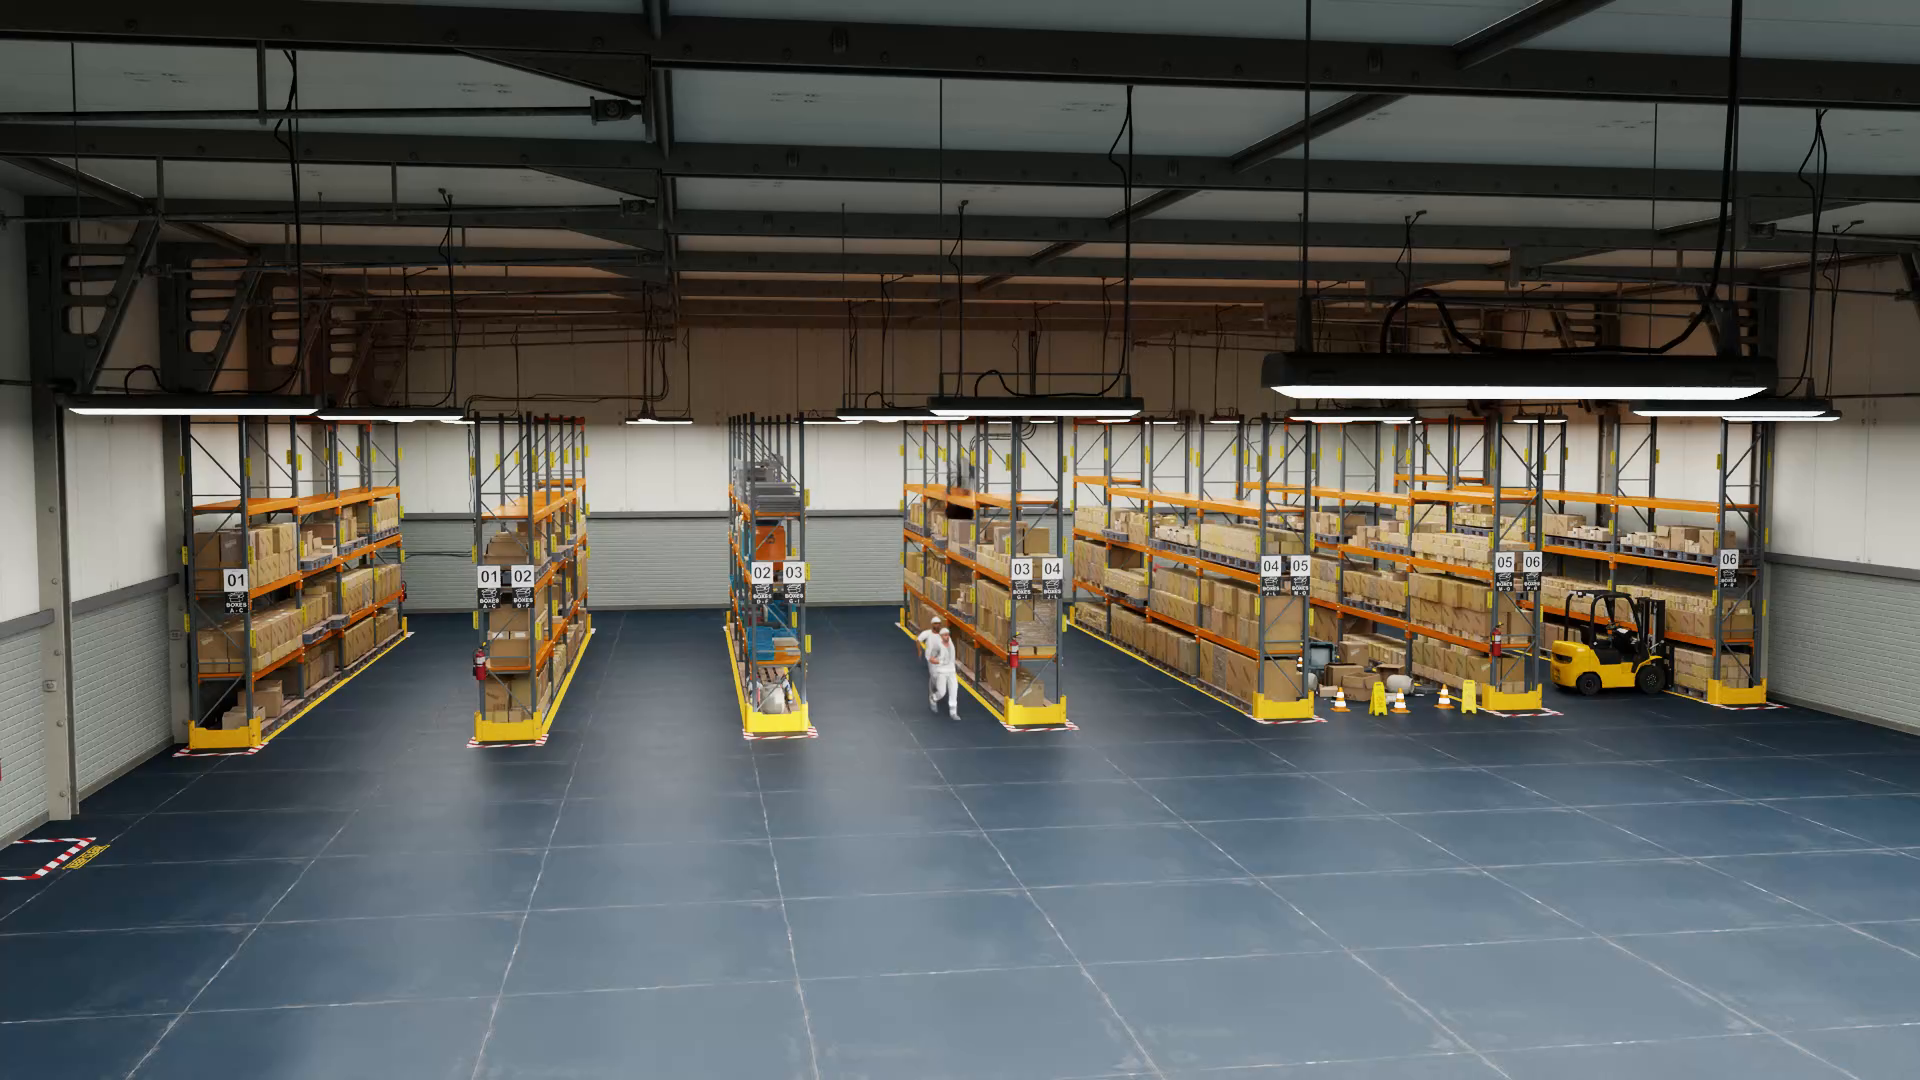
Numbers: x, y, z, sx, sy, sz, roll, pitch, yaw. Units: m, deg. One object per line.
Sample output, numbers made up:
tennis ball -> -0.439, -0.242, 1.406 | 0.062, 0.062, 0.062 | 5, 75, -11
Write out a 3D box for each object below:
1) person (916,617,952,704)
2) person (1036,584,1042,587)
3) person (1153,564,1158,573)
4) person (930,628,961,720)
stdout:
person -> -0.506, 2.500, 34.448 | 0.678, 1.829, 0.770 | -1, 4, -20
person -> 2.335, 1.548, 49.336 | 0.736, 1.785, 0.854 | -4, 5, -44
person -> 5.588, 1.569, 47.967 | 0.641, 1.773, 0.690 | -1, 4, -19
person -> -0.266, 2.601, 32.459 | 0.659, 1.760, 0.931 | -2, 4, -30
